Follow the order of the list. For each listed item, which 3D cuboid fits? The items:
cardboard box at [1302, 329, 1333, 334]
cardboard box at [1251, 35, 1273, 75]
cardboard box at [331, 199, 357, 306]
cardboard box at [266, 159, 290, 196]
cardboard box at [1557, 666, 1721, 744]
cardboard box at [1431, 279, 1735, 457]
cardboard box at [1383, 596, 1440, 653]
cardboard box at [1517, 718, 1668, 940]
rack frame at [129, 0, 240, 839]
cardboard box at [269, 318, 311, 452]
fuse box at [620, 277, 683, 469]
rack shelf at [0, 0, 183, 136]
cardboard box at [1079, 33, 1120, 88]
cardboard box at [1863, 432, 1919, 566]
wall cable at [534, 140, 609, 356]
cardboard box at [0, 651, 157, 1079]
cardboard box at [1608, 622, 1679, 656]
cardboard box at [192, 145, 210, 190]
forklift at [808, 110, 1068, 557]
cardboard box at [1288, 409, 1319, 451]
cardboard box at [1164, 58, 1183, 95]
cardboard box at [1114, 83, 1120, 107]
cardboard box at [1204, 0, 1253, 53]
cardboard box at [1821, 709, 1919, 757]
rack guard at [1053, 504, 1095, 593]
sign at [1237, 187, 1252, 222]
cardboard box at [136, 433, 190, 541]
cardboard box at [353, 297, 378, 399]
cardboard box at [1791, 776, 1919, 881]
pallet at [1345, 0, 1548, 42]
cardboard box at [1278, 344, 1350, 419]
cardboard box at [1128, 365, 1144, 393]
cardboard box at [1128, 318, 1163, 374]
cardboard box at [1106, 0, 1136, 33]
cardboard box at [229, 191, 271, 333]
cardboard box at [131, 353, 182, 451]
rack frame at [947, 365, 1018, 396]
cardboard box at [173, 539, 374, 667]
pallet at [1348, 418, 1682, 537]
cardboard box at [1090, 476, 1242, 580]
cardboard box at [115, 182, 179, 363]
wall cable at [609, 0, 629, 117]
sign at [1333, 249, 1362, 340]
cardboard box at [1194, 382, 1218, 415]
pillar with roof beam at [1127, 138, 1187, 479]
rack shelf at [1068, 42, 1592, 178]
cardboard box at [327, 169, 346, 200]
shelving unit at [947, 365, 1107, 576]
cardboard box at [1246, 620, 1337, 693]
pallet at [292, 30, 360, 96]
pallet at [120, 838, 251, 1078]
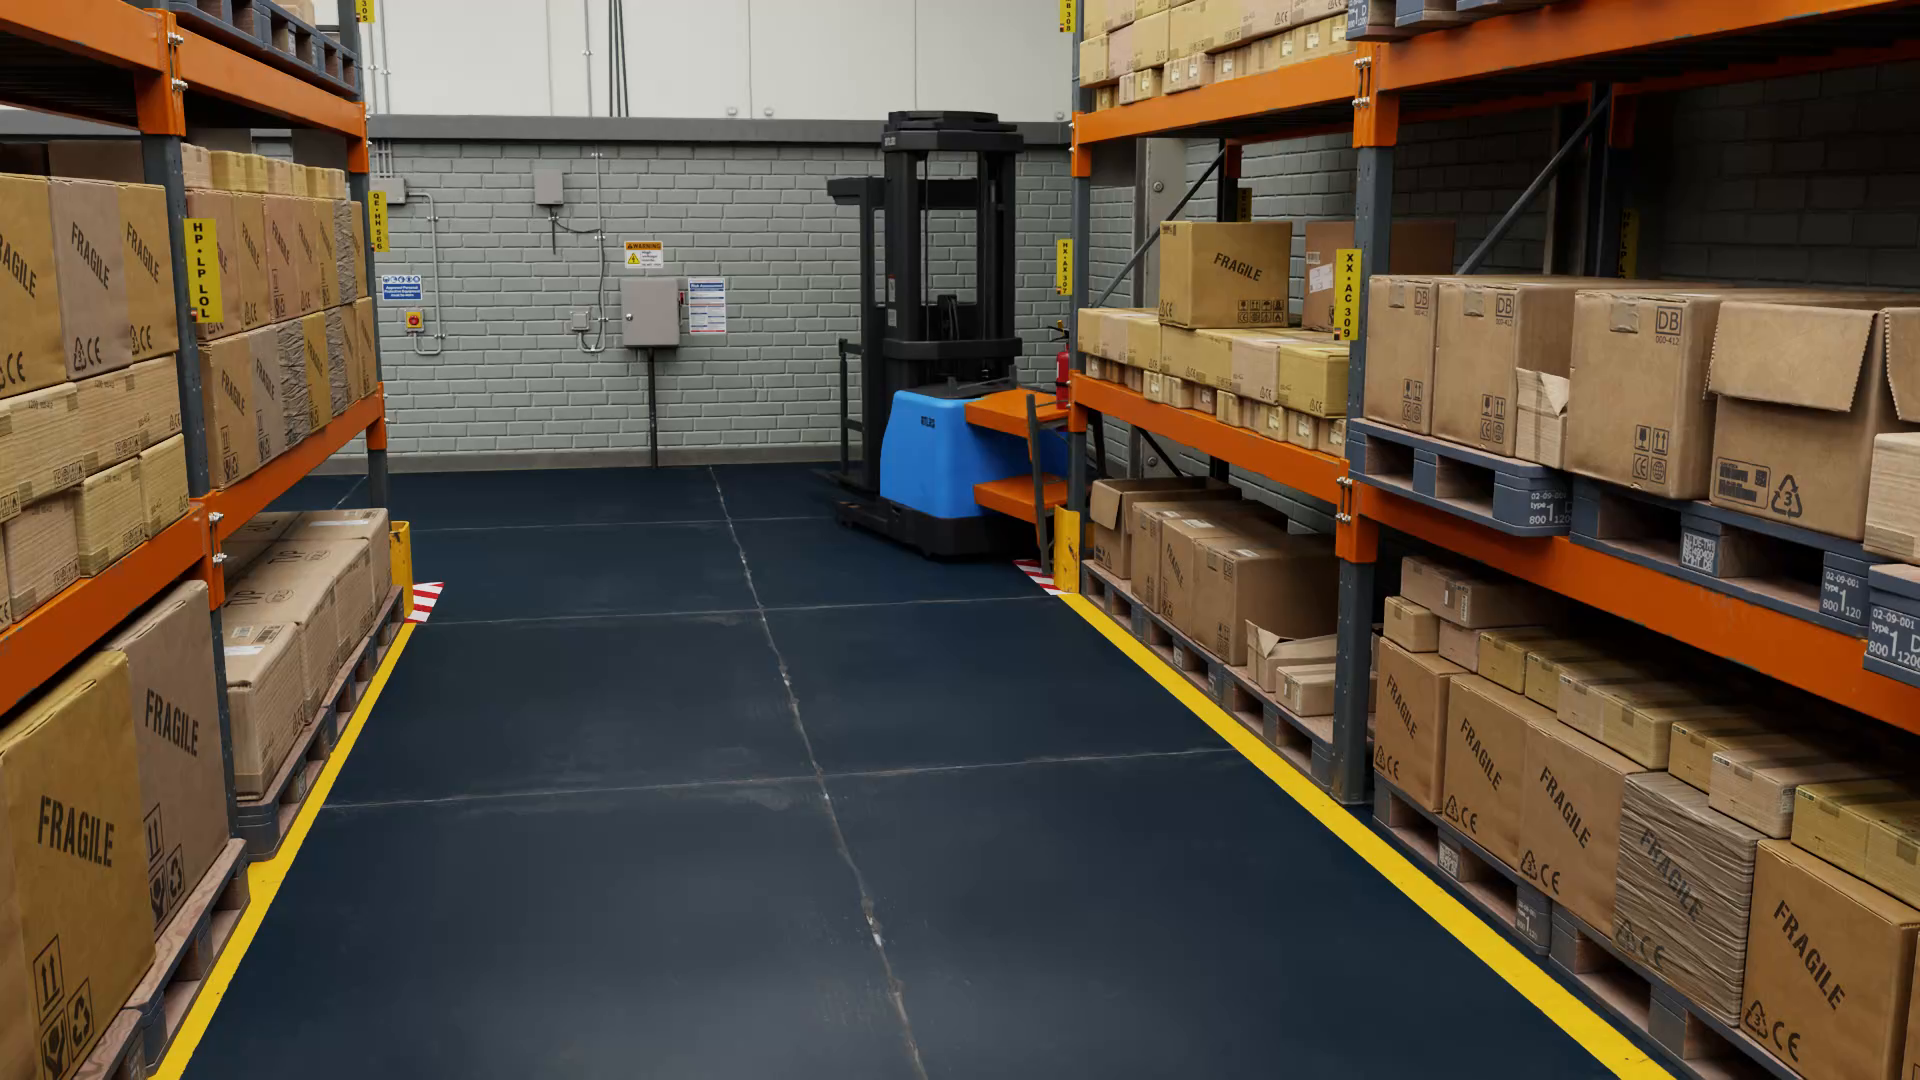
[{"bbox_3d":[1.902,-0.842,7.705,0.500,0.250,0.500,-2,11,-10],"label":"cardboard box"},{"bbox_3d":[1.445,-2.028,6.978,0.380,0.149,0.250,-2,11,-11],"label":"cardboard box"},{"bbox_3d":[-3.252,-1.401,8.093,0.500,0.500,0.500,-2,11,-11],"label":"cardboard box"},{"bbox_3d":[-3.017,-1.508,6.920,0.380,0.149,0.250,-2,11,-11],"label":"cardboard box"},{"bbox_3d":[2.014,0.487,4.941,0.380,0.149,0.250,-2,11,-11],"label":"cardboard box"},{"bbox_3d":[1.911,-0.546,5.154,0.700,0.500,0.500,-2,11,-10],"label":"cardboard box"},{"bbox_3d":[1.745,0.296,5.948,0.380,0.149,0.250,-2,11,-8],"label":"cardboard box"},{"bbox_3d":[2.015,0.825,4.903,0.500,0.500,0.500,-2,11,-13],"label":"cardboard box"},{"bbox_3d":[-2.932,-0.302,5.259,1.000,3.000,0.127,-2,11,-11],"label":"rack frame"},{"bbox_3d":[-2.951,-0.630,6.718,0.500,0.500,0.500,-2,11,-11],"label":"cardboard box"},{"bbox_3d":[-2.741,-1.485,14.923,0.539,1.711,0.414,-2,11,-11],"label":"fuse box"},{"bbox_3d":[-2.543,-1.055,3.118,1.077,0.370,4.000,-2,11,-11],"label":"rack shelf"},{"bbox_3d":[0.976,-2.671,9.291,0.500,0.250,0.500,-2,11,-12],"label":"cardboard box"},{"bbox_3d":[2.191,-0.064,3.286,0.500,0.250,0.500,-3,11,-14],"label":"cardboard box"},{"bbox_3d":[-3.441,-2.621,14.729,0.588,1.984,0.122,-2,11,-11],"label":"wall cable"},{"bbox_3d":[-2.550,0.812,3.967,0.875,0.875,0.875,-2,11,-9],"label":"cardboard box"},{"bbox_3d":[2.402,0.370,5.560,0.380,0.149,0.250,-2,11,-10],"label":"cardboard box"},{"bbox_3d":[-2.805,-1.274,5.693,0.380,0.149,0.250,-2,11,-10],"label":"cardboard box"},{"bbox_3d":[-0.291,-1.563,12.068,1.130,2.935,3.031,-5,12,-25],"label":"forklift"},{"bbox_3d":[1.554,-0.456,6.740,0.380,0.149,0.250,-2,11,-9],"label":"cardboard box"},{"bbox_3d":[1.195,-2.215,7.961,0.380,0.149,0.250,-2,11,-11],"label":"cardboard box"},{"bbox_3d":[1.069,-2.452,9.209,0.380,0.149,0.250,-2,11,-10],"label":"cardboard box"},{"bbox_3d":[1.397,-2.297,7.328,0.500,0.250,0.500,-2,11,-10],"label":"cardboard box"},{"bbox_3d":[2.603,0.561,4.556,0.380,0.149,0.250,-3,11,-13],"label":"cardboard box"},{"bbox_3d":[1.173,0.025,10.226,1.175,0.500,0.348,-2,11,-11],"label":"rack guard"},{"bbox_3d":[1.706,-1.957,10.014,0.100,0.325,0.005,-2,11,-11],"label":"sign"},{"bbox_3d":[-2.598,-0.155,4.889,0.500,0.250,0.500,-2,11,-12],"label":"cardboard box"},{"bbox_3d":[-3.357,-1.005,8.690,0.500,0.500,0.500,-2,11,-11],"label":"cardboard box"},{"bbox_3d":[2.222,0.678,3.940,0.380,0.149,0.250,-2,11,-12],"label":"cardboard box"},{"bbox_3d":[1.994,-1.742,5.306,1.213,0.211,1.003,-2,11,-11],"label":"pallet"},{"bbox_3d":[1.598,-0.640,6.641,0.500,0.250,0.500,-2,11,-10],"label":"cardboard box"},{"bbox_3d":[1.122,-0.882,8.981,0.380,0.149,0.250,-2,11,-9],"label":"cardboard box"},{"bbox_3d":[1.182,-1.011,8.589,0.500,0.250,0.500,-2,11,-12],"label":"cardboard box"},{"bbox_3d":[1.078,-2.824,8.755,0.500,0.250,0.500,-2,11,-11],"label":"cardboard box"},{"bbox_3d":[-2.879,-1.031,6.149,0.500,0.500,0.500,-2,11,-12],"label":"cardboard box"},{"bbox_3d":[-2.608,-0.401,4.848,0.500,0.250,0.500,-2,11,-11],"label":"cardboard box"},{"bbox_3d":[0.200,-0.565,11.032,0.500,1.125,0.032,-13,17,-25],"label":"rack frame"},{"bbox_3d":[-3.297,0.302,7.816,0.875,0.438,0.875,-2,11,-9],"label":"cardboard box"},{"bbox_3d":[1.984,-0.238,5.438,1.003,0.211,1.213,-2,11,-11],"label":"pallet"},{"bbox_3d":[1.184,-0.081,9.652,0.797,0.503,0.637,-3,11,-13],"label":"cardboard box"},{"bbox_3d":[-2.599,-0.769,4.773,0.500,0.500,0.500,-2,11,-9],"label":"cardboard box"},{"bbox_3d":[-1.615,-5.155,14.613,2.988,3.039,0.133,-2,11,-11],"label":"wall cable"},{"bbox_3d":[1.405,-0.887,6.019,0.100,0.325,0.005,-2,11,-11],"label":"sign"},{"bbox_3d":[1.344,-0.692,7.983,0.380,0.149,0.250,-2,11,-11],"label":"cardboard box"},{"bbox_3d":[-2.705,-4.534,11.452,9.100,9.000,0.400,-2,11,-11],"label":"pillar with roof beam"},{"bbox_3d":[1.547,-1.970,7.925,1.077,0.370,4.000,-2,11,-11],"label":"rack shelf"},{"bbox_3d":[-3.238,-1.746,8.169,0.380,0.149,0.250,-2,11,-12],"label":"cardboard box"},{"bbox_3d":[0.437,-0.470,10.593,0.538,1.125,1.048,-13,17,-25],"label":"shelving unit"},{"bbox_3d":[1.470,0.497,7.252,0.396,0.266,0.258,-2,11,-9],"label":"cardboard box"},{"bbox_3d":[-3.556,-2.330,8.128,1.003,0.211,1.213,-2,11,-11],"label":"pallet"},{"bbox_3d":[-2.708,1.207,4.790,1.003,0.211,1.213,-2,11,-11],"label":"pallet"}]
